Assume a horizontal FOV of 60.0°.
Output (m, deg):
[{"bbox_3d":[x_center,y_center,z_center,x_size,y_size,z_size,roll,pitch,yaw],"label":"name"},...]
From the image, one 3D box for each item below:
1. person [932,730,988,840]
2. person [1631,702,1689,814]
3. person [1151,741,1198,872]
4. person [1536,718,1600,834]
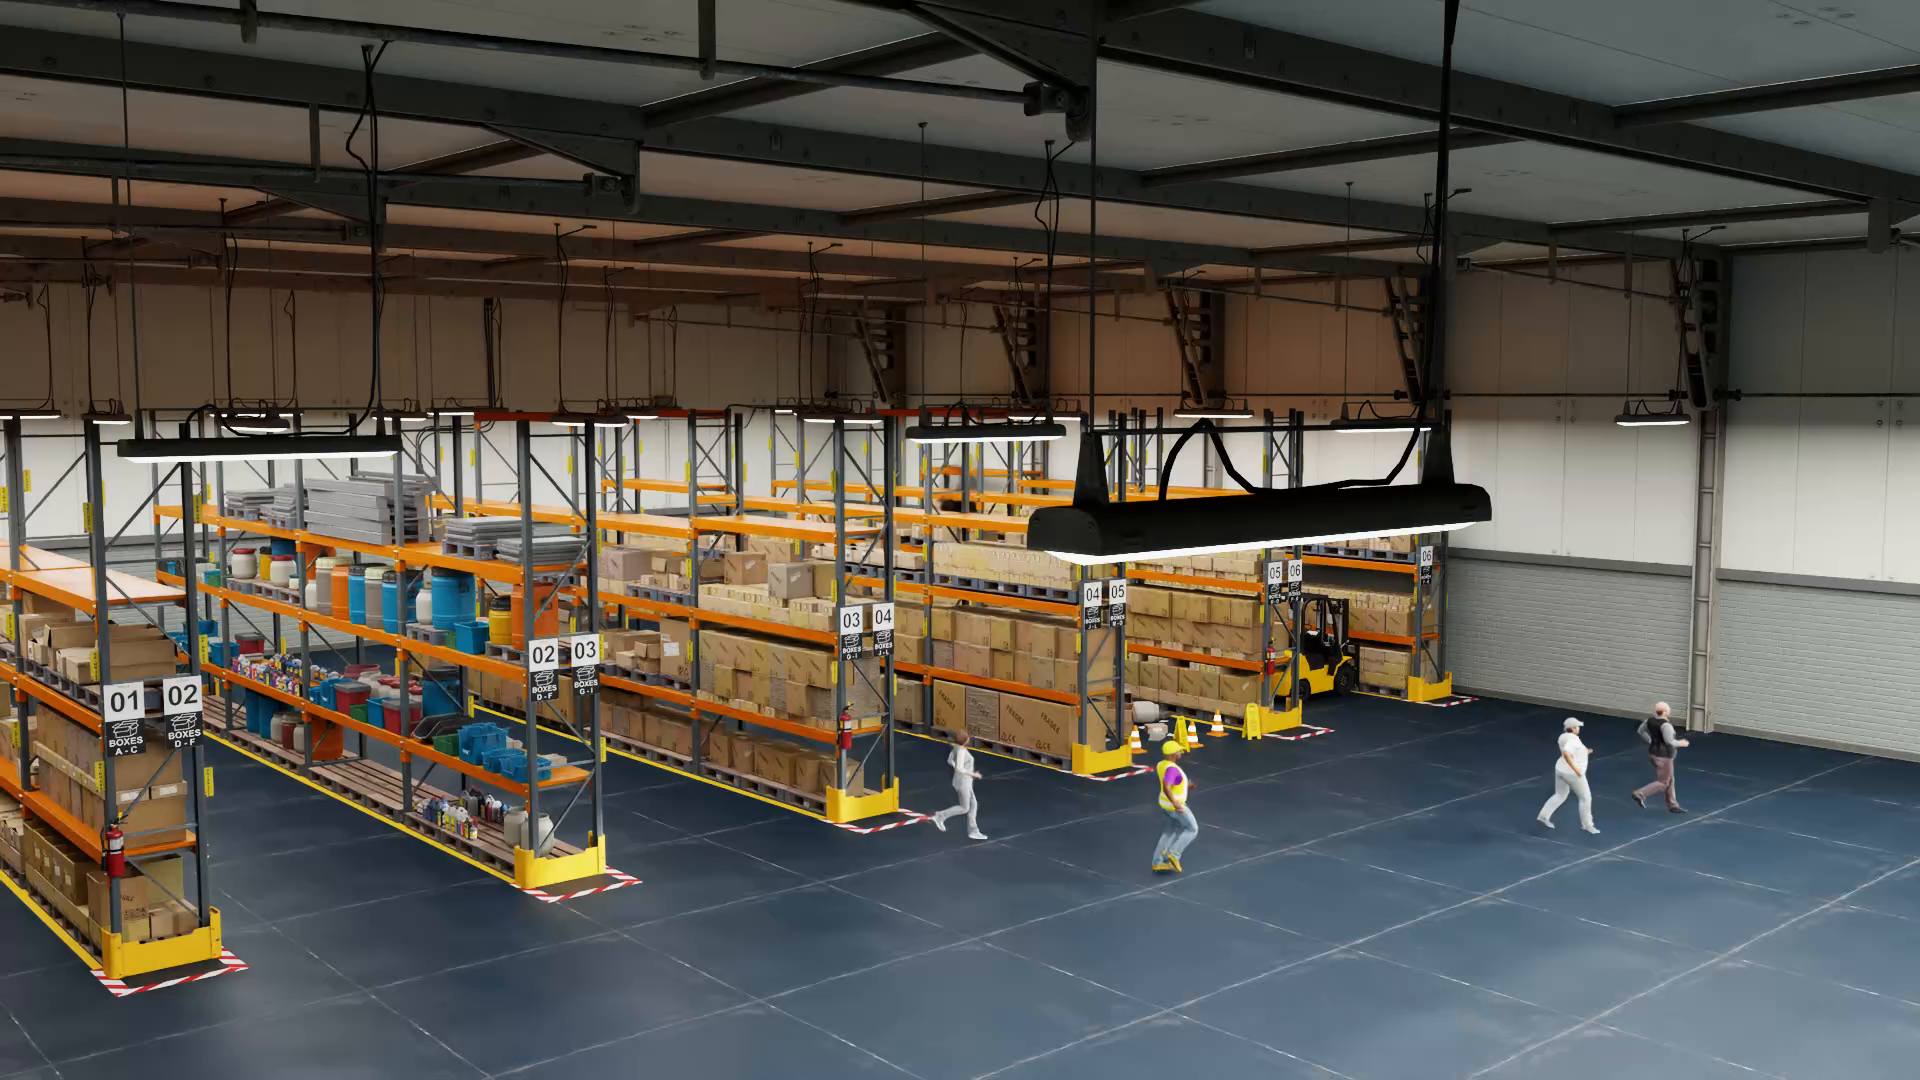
[{"bbox_3d":[-0.002,3.479,23.593,0.793,1.590,0.541,0,5,-4],"label":"person"},{"bbox_3d":[10.510,3.279,24.943,0.936,1.717,0.661,0,5,-4],"label":"person"},{"bbox_3d":[2.856,3.517,21.993,0.672,1.742,0.675,-2,5,-19],"label":"person"},{"bbox_3d":[8.768,3.388,23.901,0.895,1.689,0.594,-1,5,-11],"label":"person"}]
